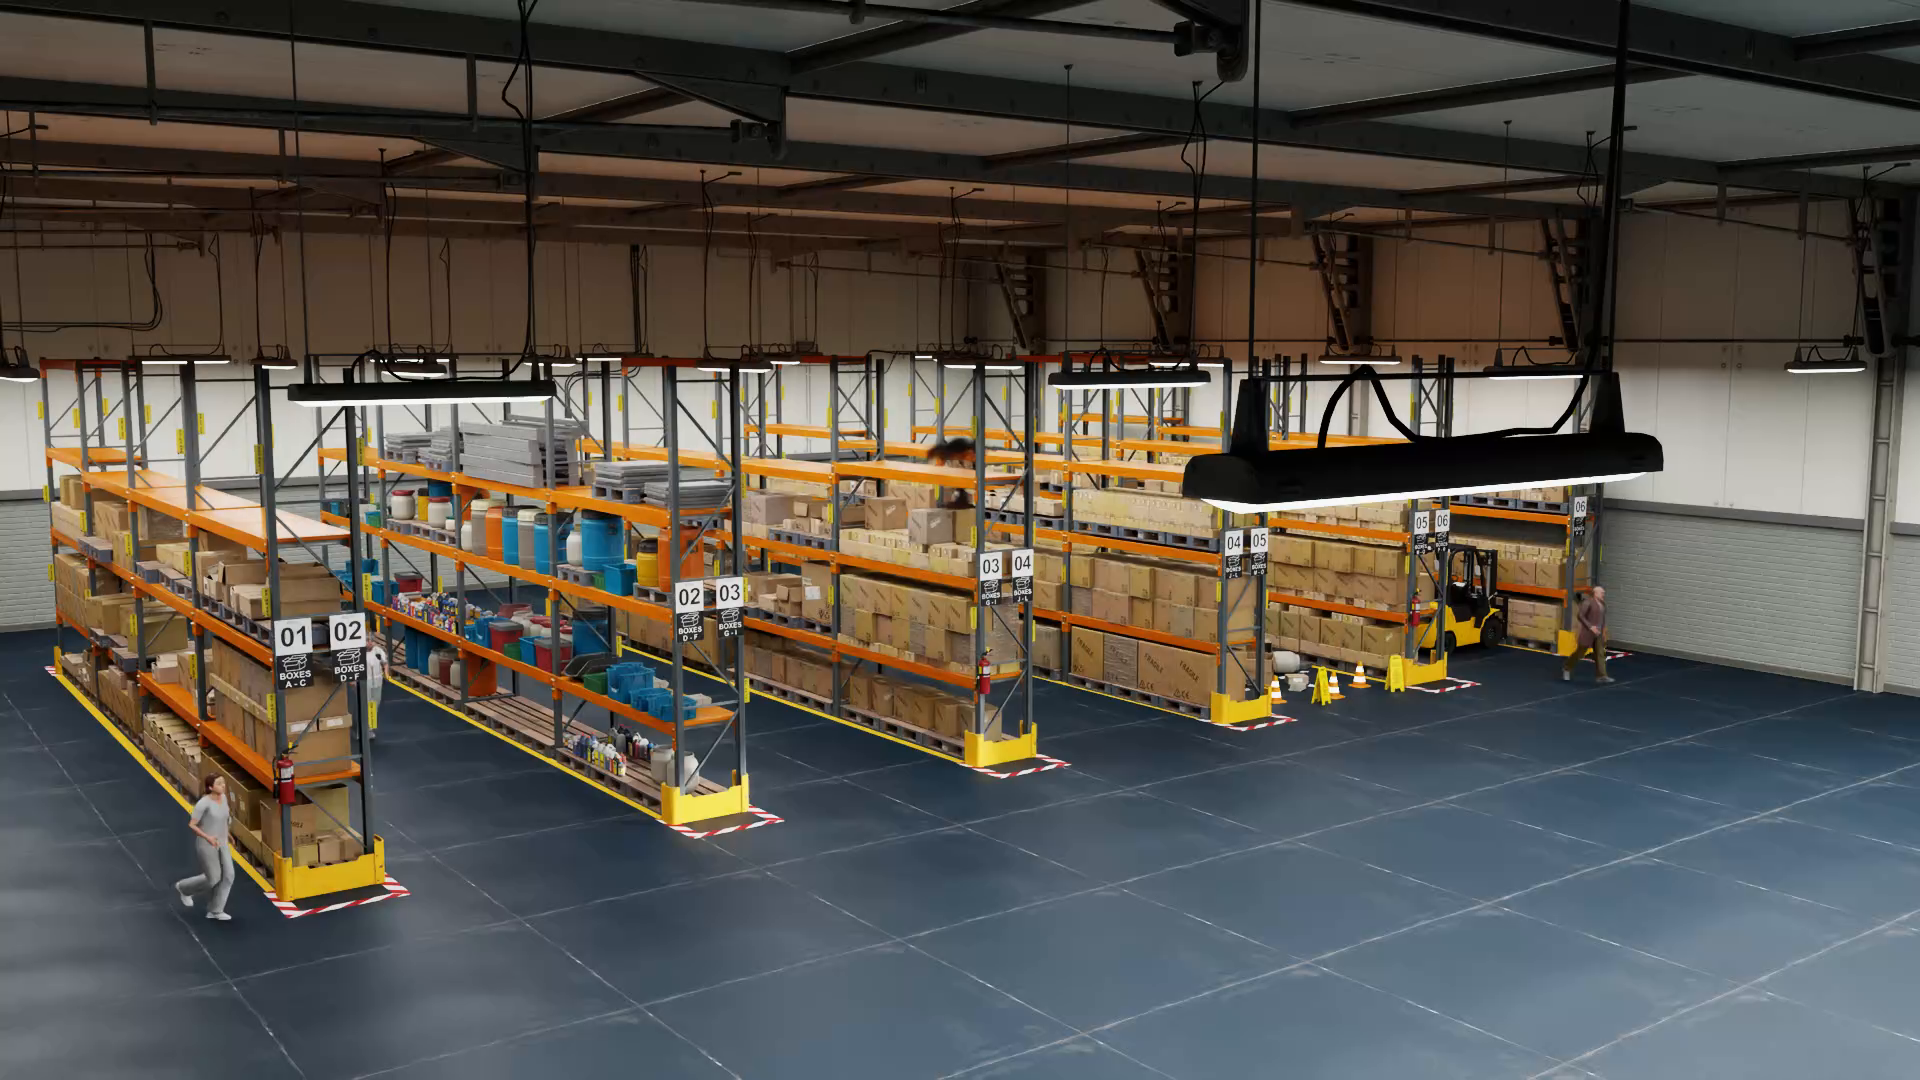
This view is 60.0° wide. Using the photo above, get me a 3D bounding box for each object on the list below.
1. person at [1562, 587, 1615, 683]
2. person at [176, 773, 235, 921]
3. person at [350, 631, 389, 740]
[{"bbox_3d":[11.701,1.742,30.670,0.748,1.772,1.070,-4,8,-28],"label":"person"},{"bbox_3d":[-8.272,3.347,18.295,0.695,1.626,0.551,2,7,20],"label":"person"},{"bbox_3d":[-9.345,2.313,26.338,0.669,1.776,0.668,-6,9,-41],"label":"person"}]
